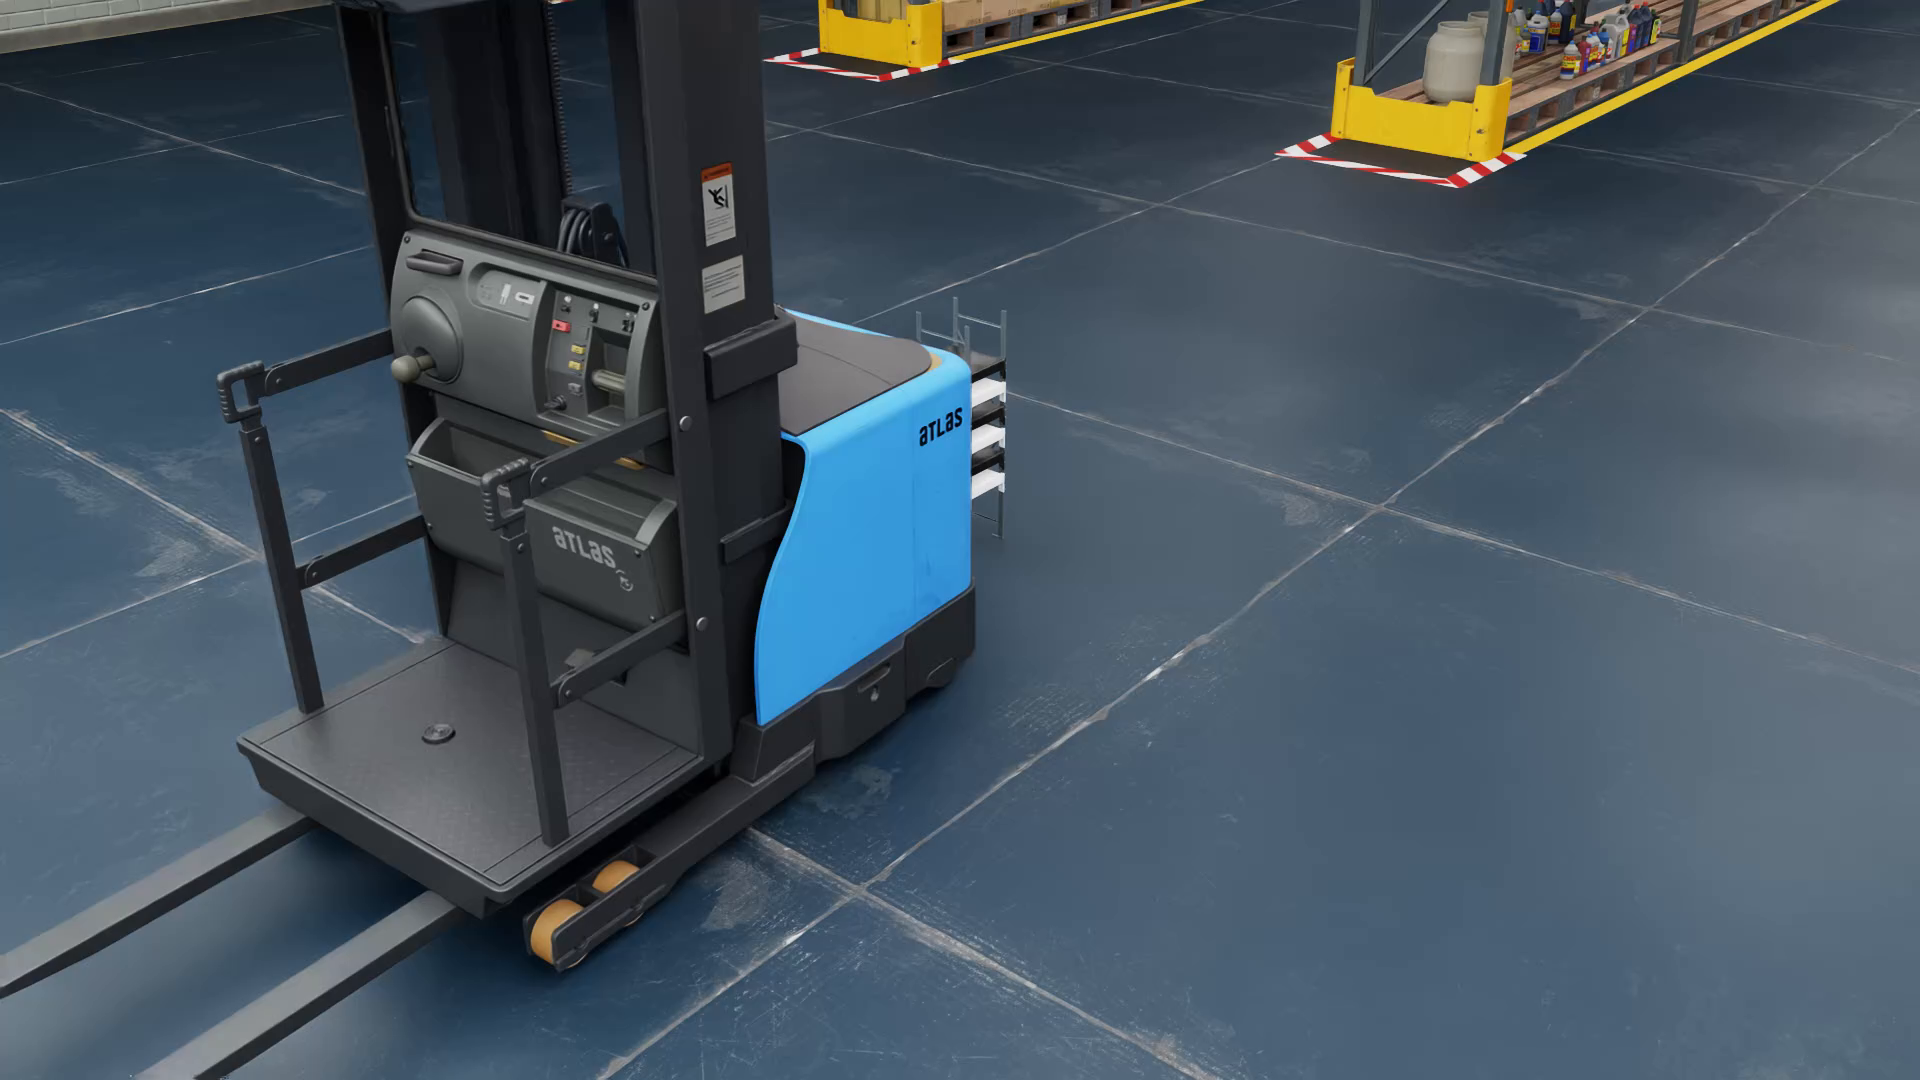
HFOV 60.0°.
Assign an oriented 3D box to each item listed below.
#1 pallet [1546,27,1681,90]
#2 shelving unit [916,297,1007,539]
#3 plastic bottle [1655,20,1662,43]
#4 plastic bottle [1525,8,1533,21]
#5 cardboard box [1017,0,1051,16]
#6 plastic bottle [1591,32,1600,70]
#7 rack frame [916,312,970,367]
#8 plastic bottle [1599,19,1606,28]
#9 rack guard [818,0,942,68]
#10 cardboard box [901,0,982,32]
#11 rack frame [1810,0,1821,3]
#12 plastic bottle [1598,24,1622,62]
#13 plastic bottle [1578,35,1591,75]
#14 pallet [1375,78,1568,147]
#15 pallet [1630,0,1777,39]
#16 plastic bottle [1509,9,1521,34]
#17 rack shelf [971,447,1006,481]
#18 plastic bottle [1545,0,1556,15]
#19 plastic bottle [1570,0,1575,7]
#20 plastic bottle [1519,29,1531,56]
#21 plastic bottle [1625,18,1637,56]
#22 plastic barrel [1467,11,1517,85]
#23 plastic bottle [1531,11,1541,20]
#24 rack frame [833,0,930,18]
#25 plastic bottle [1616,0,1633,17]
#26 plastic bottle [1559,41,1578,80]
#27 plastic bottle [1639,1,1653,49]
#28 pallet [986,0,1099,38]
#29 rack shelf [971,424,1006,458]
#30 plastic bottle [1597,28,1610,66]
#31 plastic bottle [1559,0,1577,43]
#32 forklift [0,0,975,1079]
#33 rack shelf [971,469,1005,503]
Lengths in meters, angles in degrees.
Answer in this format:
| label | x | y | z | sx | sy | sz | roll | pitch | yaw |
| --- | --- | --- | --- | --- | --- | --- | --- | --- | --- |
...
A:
| label | x | y | z | sx | sy | sz | roll | pitch | yaw |
| --- | --- | --- | --- | --- | --- | --- | --- | --- | --- |
| pallet | 5.234 | -4.000 | 13.752 | 1.003 | 0.211 | 1.213 | 21 | 34 | 34 |
| shelving unit | 0.005 | -0.403 | 6.049 | 0.258 | 0.900 | 0.210 | 21 | 34 | 34 |
| plastic bottle | 5.703 | -4.197 | 13.665 | 0.097 | 0.201 | 0.097 | 0 | 27 | 0 |
| plastic bottle | 4.603 | -4.175 | 13.534 | 0.061 | 0.283 | 0.133 | 23 | 35 | 37 |
| cardboard box | 0.476 | -4.941 | 15.072 | 0.500 | 0.250 | 0.500 | 21 | 34 | 34 |
| plastic bottle | 4.825 | -3.739 | 12.703 | 0.097 | 0.271 | 0.097 | 0 | 27 | 0 |
| rack frame | -0.059 | -0.367 | 5.979 | 0.240 | 0.900 | 0.006 | 21 | 34 | 34 |
| plastic bottle | 5.084 | -3.979 | 13.155 | 0.061 | 0.283 | 0.133 | 21 | 34 | 34 |
| rack guard | -0.686 | -4.376 | 14.166 | 1.175 | 0.500 | 0.348 | 21 | 34 | 34 |
| cardboard box | -0.158 | -4.586 | 14.385 | 0.500 | 0.250 | 0.500 | 21 | 34 | 34 |
| rack frame | 8.238 | -6.883 | 16.290 | 1.000 | 3.000 | 0.127 | 21 | 34 | 34 |
| plastic bottle | 5.073 | -3.898 | 13.007 | 0.152 | 0.276 | 0.135 | 21 | 34 | 35 |
| plastic bottle | 4.701 | -3.662 | 12.541 | 0.061 | 0.283 | 0.133 | 21 | 34 | 35 |
| pallet | 3.682 | -3.135 | 12.080 | 1.003 | 0.211 | 1.213 | 21 | 34 | 34 |
| pallet | 6.939 | -4.950 | 15.589 | 1.003 | 0.211 | 1.213 | 21 | 34 | 34 |
| plastic bottle | 4.351 | -4.035 | 13.189 | 0.144 | 0.351 | 0.185 | 22 | 35 | 36 |
| rack shelf | 0.005 | -0.293 | 6.105 | 0.258 | 0.077 | 0.200 | 21 | 34 | 34 |
| plastic bottle | 4.860 | -4.318 | 13.737 | 0.144 | 0.351 | 0.185 | 22 | 34 | 36 |
| plastic bottle | 5.153 | -4.463 | 14.103 | 0.097 | 0.271 | 0.097 | 0 | 27 | 0 |
| plastic bottle | 4.472 | -3.949 | 13.185 | 0.097 | 0.201 | 0.097 | 0 | 27 | 0 |
| plastic bottle | 5.313 | -4.003 | 13.200 | 0.061 | 0.283 | 0.133 | 23 | 35 | 38 |
| plastic barrel | 3.828 | -3.561 | 12.120 | 0.421 | 0.512 | 0.421 | 0 | 27 | 0 |
| plastic bottle | 4.675 | -4.153 | 13.504 | 0.097 | 0.271 | 0.097 | 0 | 27 | 0 |
| rack frame | -0.670 | -5.495 | 13.608 | 1.000 | 3.000 | 0.127 | 21 | 34 | 34 |
| plastic bottle | 5.395 | -4.213 | 13.533 | 0.144 | 0.351 | 0.185 | 21 | 34 | 34 |
| plastic bottle | 4.543 | -3.582 | 12.399 | 0.097 | 0.271 | 0.097 | 0 | 27 | 0 |
| plastic bottle | 5.507 | -4.171 | 13.452 | 0.144 | 0.351 | 0.185 | 20 | 33 | 33 |
| pallet | 0.560 | -4.971 | 15.629 | 1.003 | 0.211 | 1.213 | 21 | 34 | 34 |
| rack shelf | 0.005 | -0.373 | 6.064 | 0.258 | 0.077 | 0.200 | 21 | 34 | 34 |
| plastic bottle | 4.954 | -3.810 | 12.842 | 0.097 | 0.271 | 0.097 | 0 | 27 | 0 |
| plastic bottle | 4.971 | -4.276 | 13.656 | 0.144 | 0.351 | 0.185 | 21 | 34 | 34 |
| forklift | -1.226 | -0.483 | 3.993 | 1.130 | 2.935 | 3.031 | 19 | 33 | 32 |
| rack shelf | 0.005 | -0.213 | 6.147 | 0.258 | 0.077 | 0.200 | 21 | 34 | 34 |
